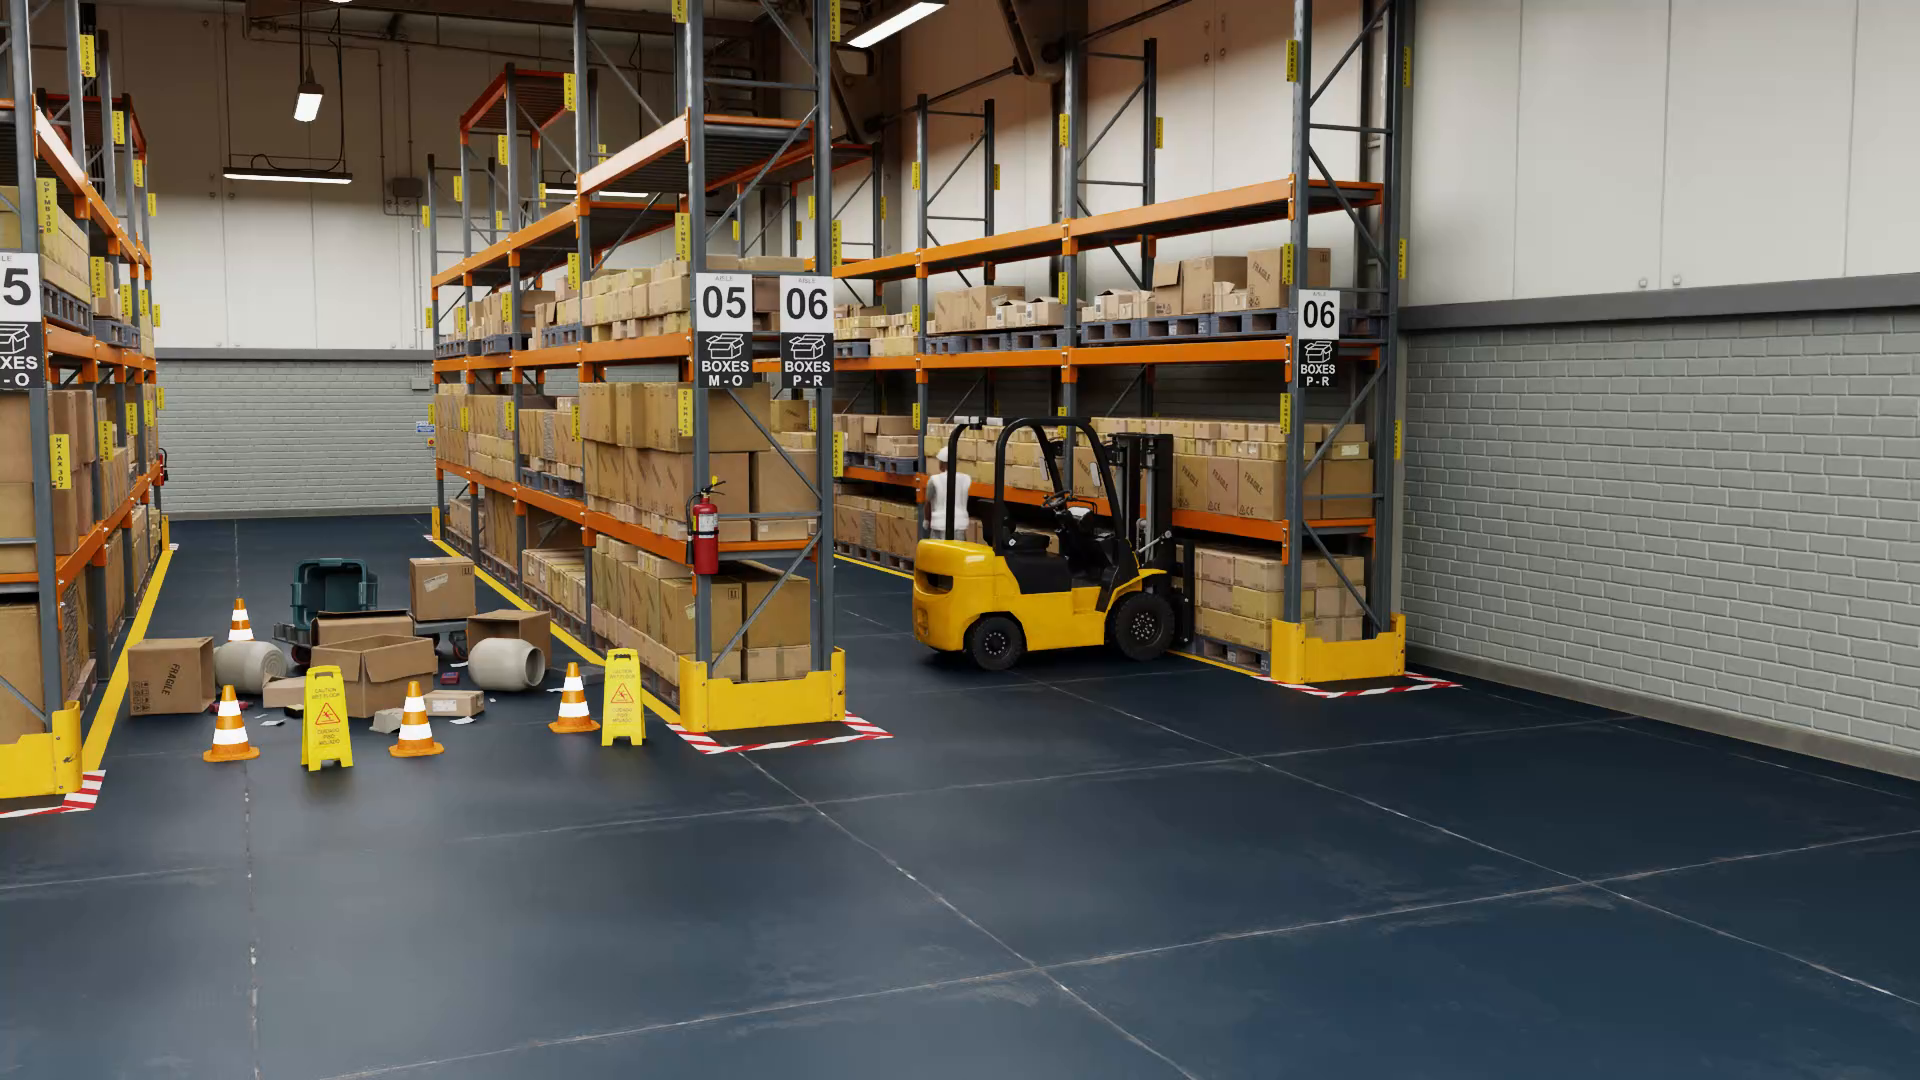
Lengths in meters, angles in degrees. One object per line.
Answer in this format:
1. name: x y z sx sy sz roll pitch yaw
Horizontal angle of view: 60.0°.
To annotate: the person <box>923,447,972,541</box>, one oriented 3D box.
1. person: -0.170 -0.112 17.818 0.488 1.779 0.578 -2 6 -23
